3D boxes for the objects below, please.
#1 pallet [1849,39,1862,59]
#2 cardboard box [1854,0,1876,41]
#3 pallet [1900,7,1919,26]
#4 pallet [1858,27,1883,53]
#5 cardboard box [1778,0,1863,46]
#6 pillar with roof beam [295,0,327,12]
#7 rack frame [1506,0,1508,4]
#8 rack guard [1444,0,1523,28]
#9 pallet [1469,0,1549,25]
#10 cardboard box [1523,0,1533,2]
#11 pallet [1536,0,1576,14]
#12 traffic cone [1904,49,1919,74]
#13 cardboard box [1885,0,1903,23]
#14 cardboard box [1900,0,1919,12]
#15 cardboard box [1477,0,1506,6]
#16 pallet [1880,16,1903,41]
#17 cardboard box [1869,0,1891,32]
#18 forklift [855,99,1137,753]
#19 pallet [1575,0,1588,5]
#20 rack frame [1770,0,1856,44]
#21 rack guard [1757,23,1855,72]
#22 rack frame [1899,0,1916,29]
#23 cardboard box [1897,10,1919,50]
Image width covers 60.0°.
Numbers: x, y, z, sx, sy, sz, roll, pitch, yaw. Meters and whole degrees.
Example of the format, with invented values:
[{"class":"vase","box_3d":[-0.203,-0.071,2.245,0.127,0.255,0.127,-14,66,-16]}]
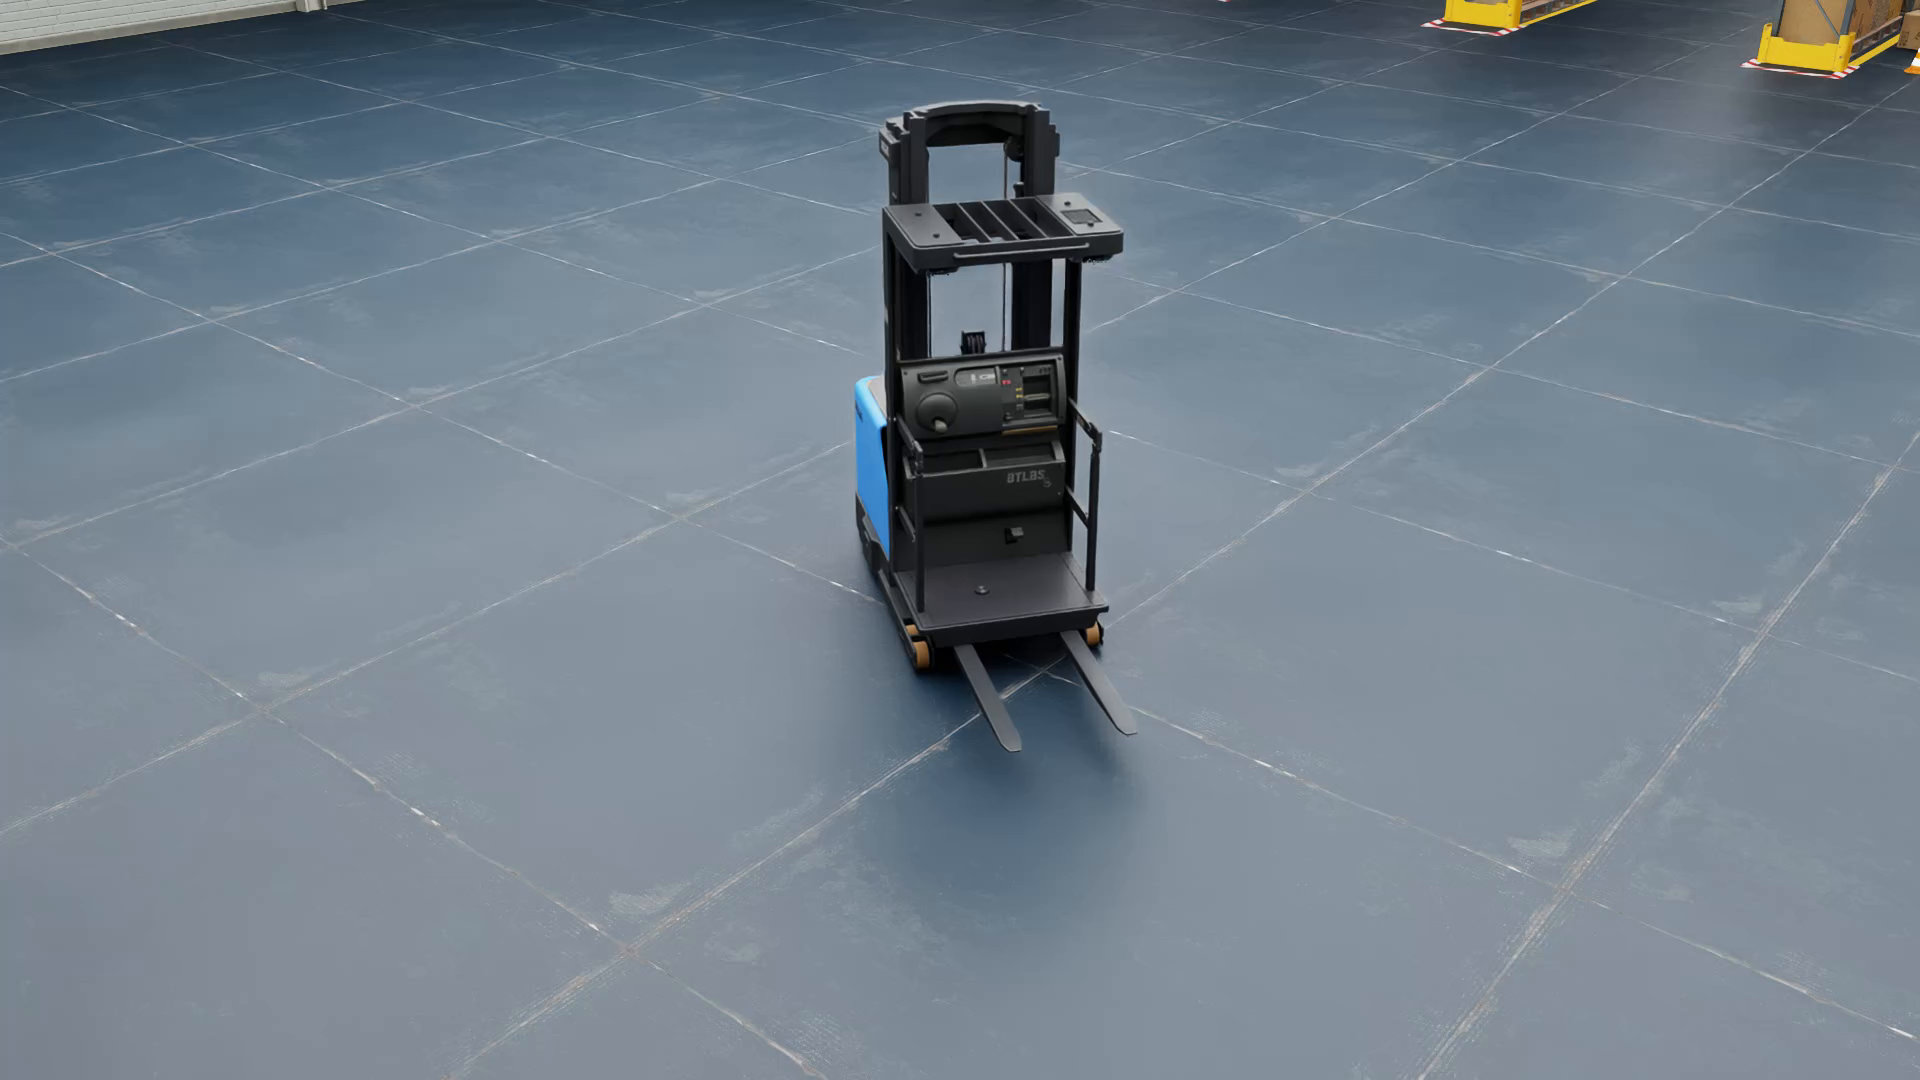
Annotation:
[{"class":"pallet","box_3d":[12.608,-7.265,24.565,1.003,0.211,1.213,21,34,34]},{"class":"cardboard box","box_3d":[13.098,-8.013,24.830,0.875,0.875,0.875,20,34,34]},{"class":"pallet","box_3d":[15.137,-8.673,27.285,1.003,0.211,1.213,21,34,34]},{"class":"pallet","box_3d":[13.384,-7.696,25.397,1.003,0.211,1.213,21,34,34]},{"class":"cardboard box","box_3d":[12.540,-7.700,24.226,0.875,0.875,0.875,21,34,35]},{"class":"pillar with roof beam","box_3d":[-7.603,-11.679,23.532,9.100,9.000,0.400,21,34,34]},{"class":"rack frame","box_3d":[8.397,-9.683,26.203,1.000,3.000,0.127,21,34,34]},{"class":"rack guard","box_3d":[8.445,-8.600,26.830,1.175,0.500,0.348,21,34,34]},{"class":"pallet","box_3d":[8.989,-8.749,27.433,1.003,0.211,1.213,21,34,34]},{"class":"cardboard box","box_3d":[9.161,-9.198,27.529,0.500,0.500,0.500,-18,32,-31]},{"class":"pallet","box_3d":[9.765,-9.180,28.265,1.003,0.211,1.213,21,34,34]},{"class":"traffic cone","box_3d":[13.593,-6.844,23.476,0.336,0.463,0.334,21,34,34]},{"class":"cardboard box","box_3d":[14.250,-8.656,26.073,0.875,0.875,0.875,21,34,35]},{"class":"cardboard box","box_3d":[15.029,-9.050,26.970,1.050,0.750,0.750,21,34,34]},{"class":"cardboard box","box_3d":[8.807,-8.976,27.100,0.500,0.500,0.500,-21,34,-35]},{"class":"pallet","box_3d":[14.160,-8.131,26.237,1.003,0.211,1.213,21,34,34]},{"class":"cardboard box","box_3d":[13.680,-8.335,25.454,0.875,0.875,0.875,21,34,35]},{"class":"forklift","box_3d":[0.191,-0.765,9.039,1.130,2.935,3.031,-7,28,-13]},{"class":"pallet","box_3d":[10.541,-9.614,29.105,1.003,0.211,1.213,21,34,34]},{"class":"rack frame","box_3d":[12.160,-8.198,23.332,1.000,3.000,0.127,21,34,34]},{"class":"rack guard","box_3d":[12.144,-7.079,23.890,1.175,0.500,0.348,21,34,34]},{"class":"rack frame","box_3d":[14.704,-9.616,26.073,1.000,3.000,0.127,21,34,34]},{"class":"cardboard box","box_3d":[14.508,-7.656,25.003,0.500,0.500,0.500,-21,34,-35]}]
